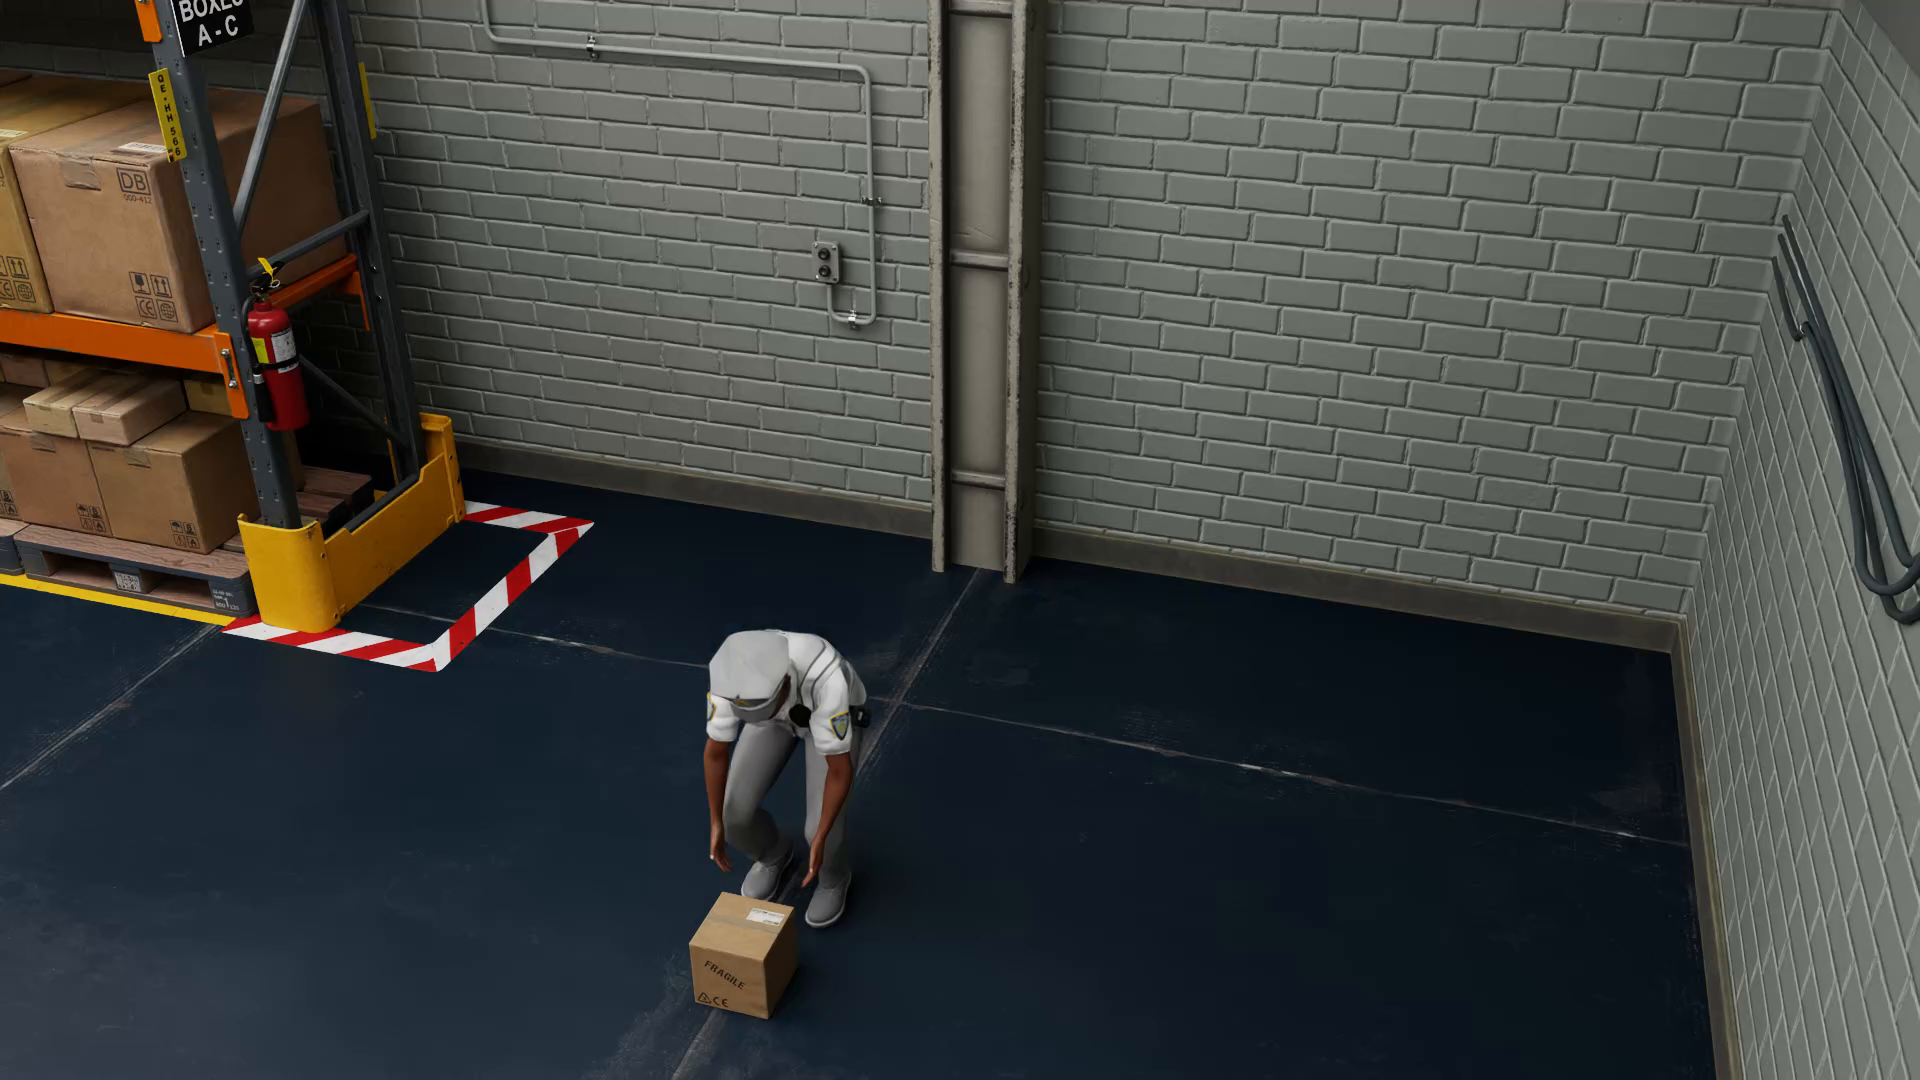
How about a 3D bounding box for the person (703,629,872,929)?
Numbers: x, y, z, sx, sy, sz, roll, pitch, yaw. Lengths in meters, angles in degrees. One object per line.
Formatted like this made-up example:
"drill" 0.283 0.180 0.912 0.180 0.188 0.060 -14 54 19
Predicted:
"person" -0.536 0.710 5.328 0.500 1.217 0.792 9 31 15
